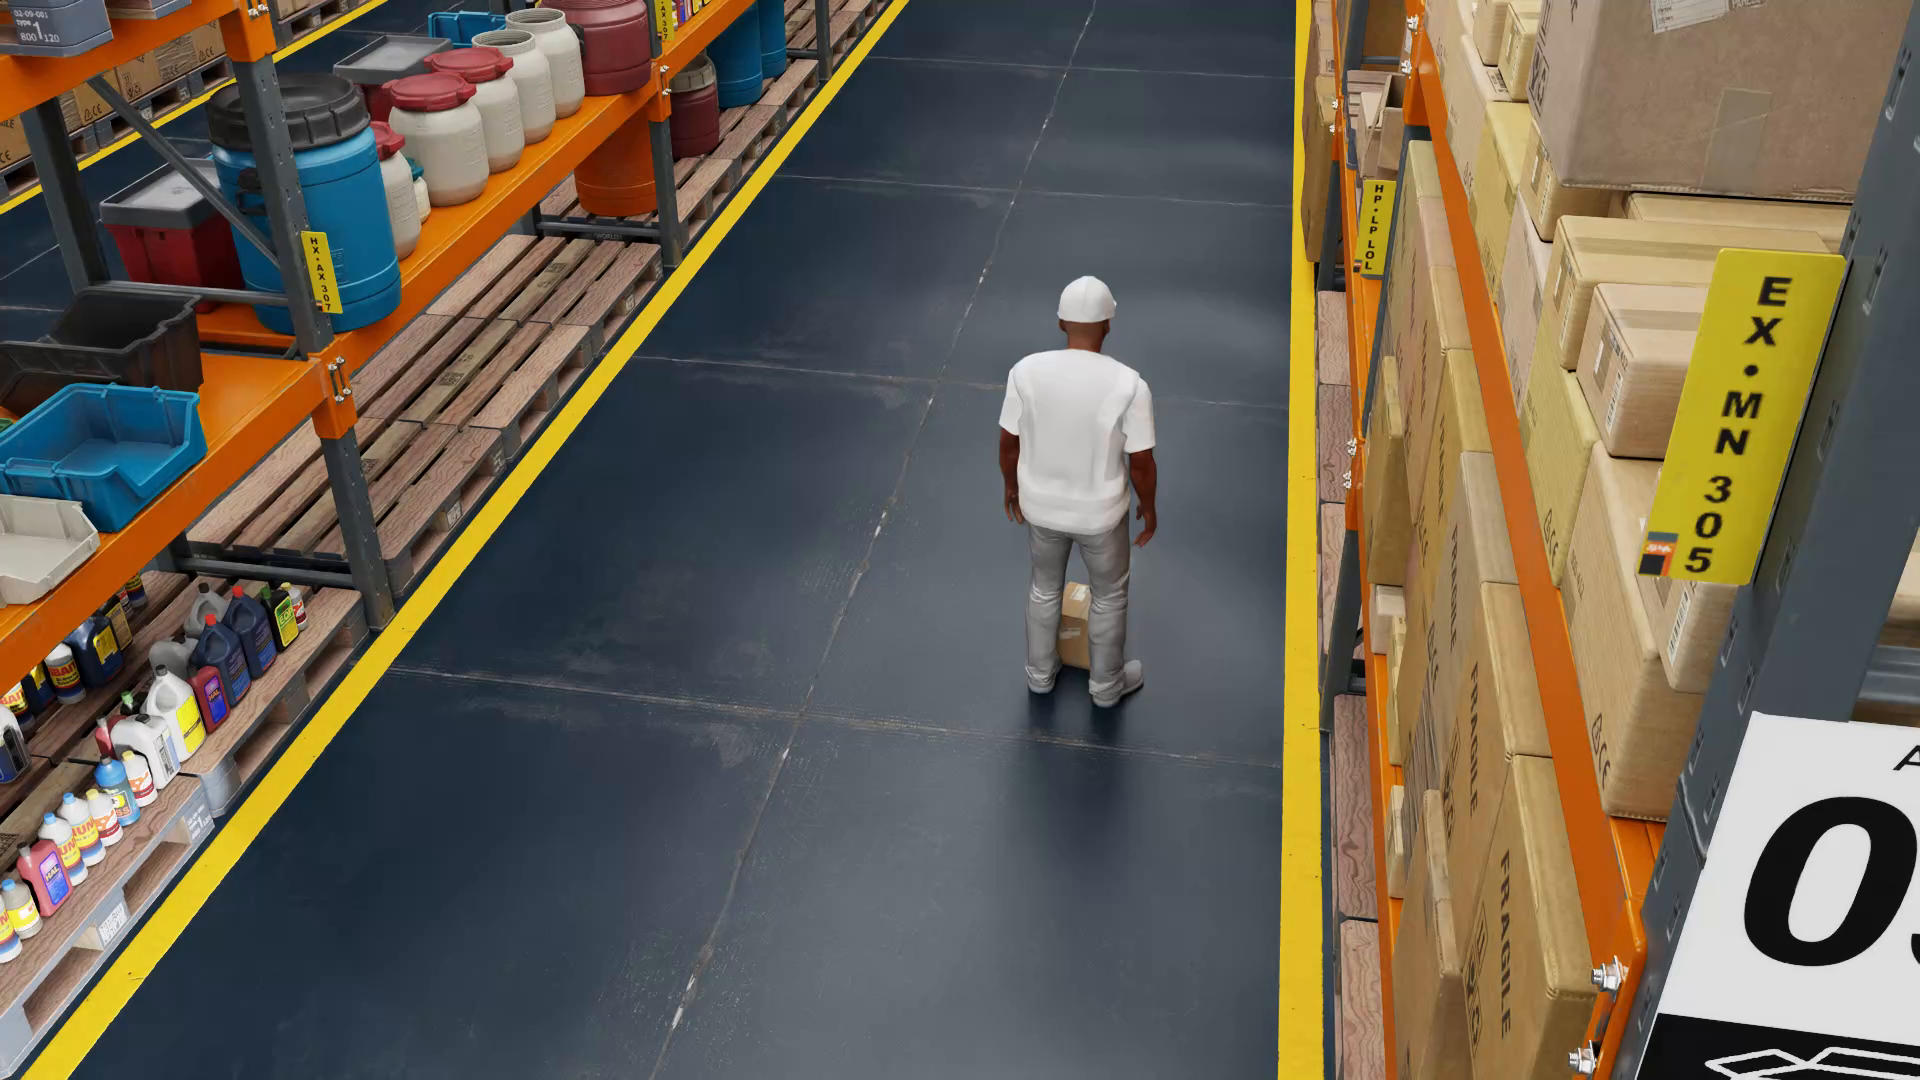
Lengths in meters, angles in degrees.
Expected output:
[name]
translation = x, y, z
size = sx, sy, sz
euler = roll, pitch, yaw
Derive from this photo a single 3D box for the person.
[person]
translation = 0.453, -0.158, 6.372
size = 0.616, 1.760, 0.458
euler = 12, 34, 18
